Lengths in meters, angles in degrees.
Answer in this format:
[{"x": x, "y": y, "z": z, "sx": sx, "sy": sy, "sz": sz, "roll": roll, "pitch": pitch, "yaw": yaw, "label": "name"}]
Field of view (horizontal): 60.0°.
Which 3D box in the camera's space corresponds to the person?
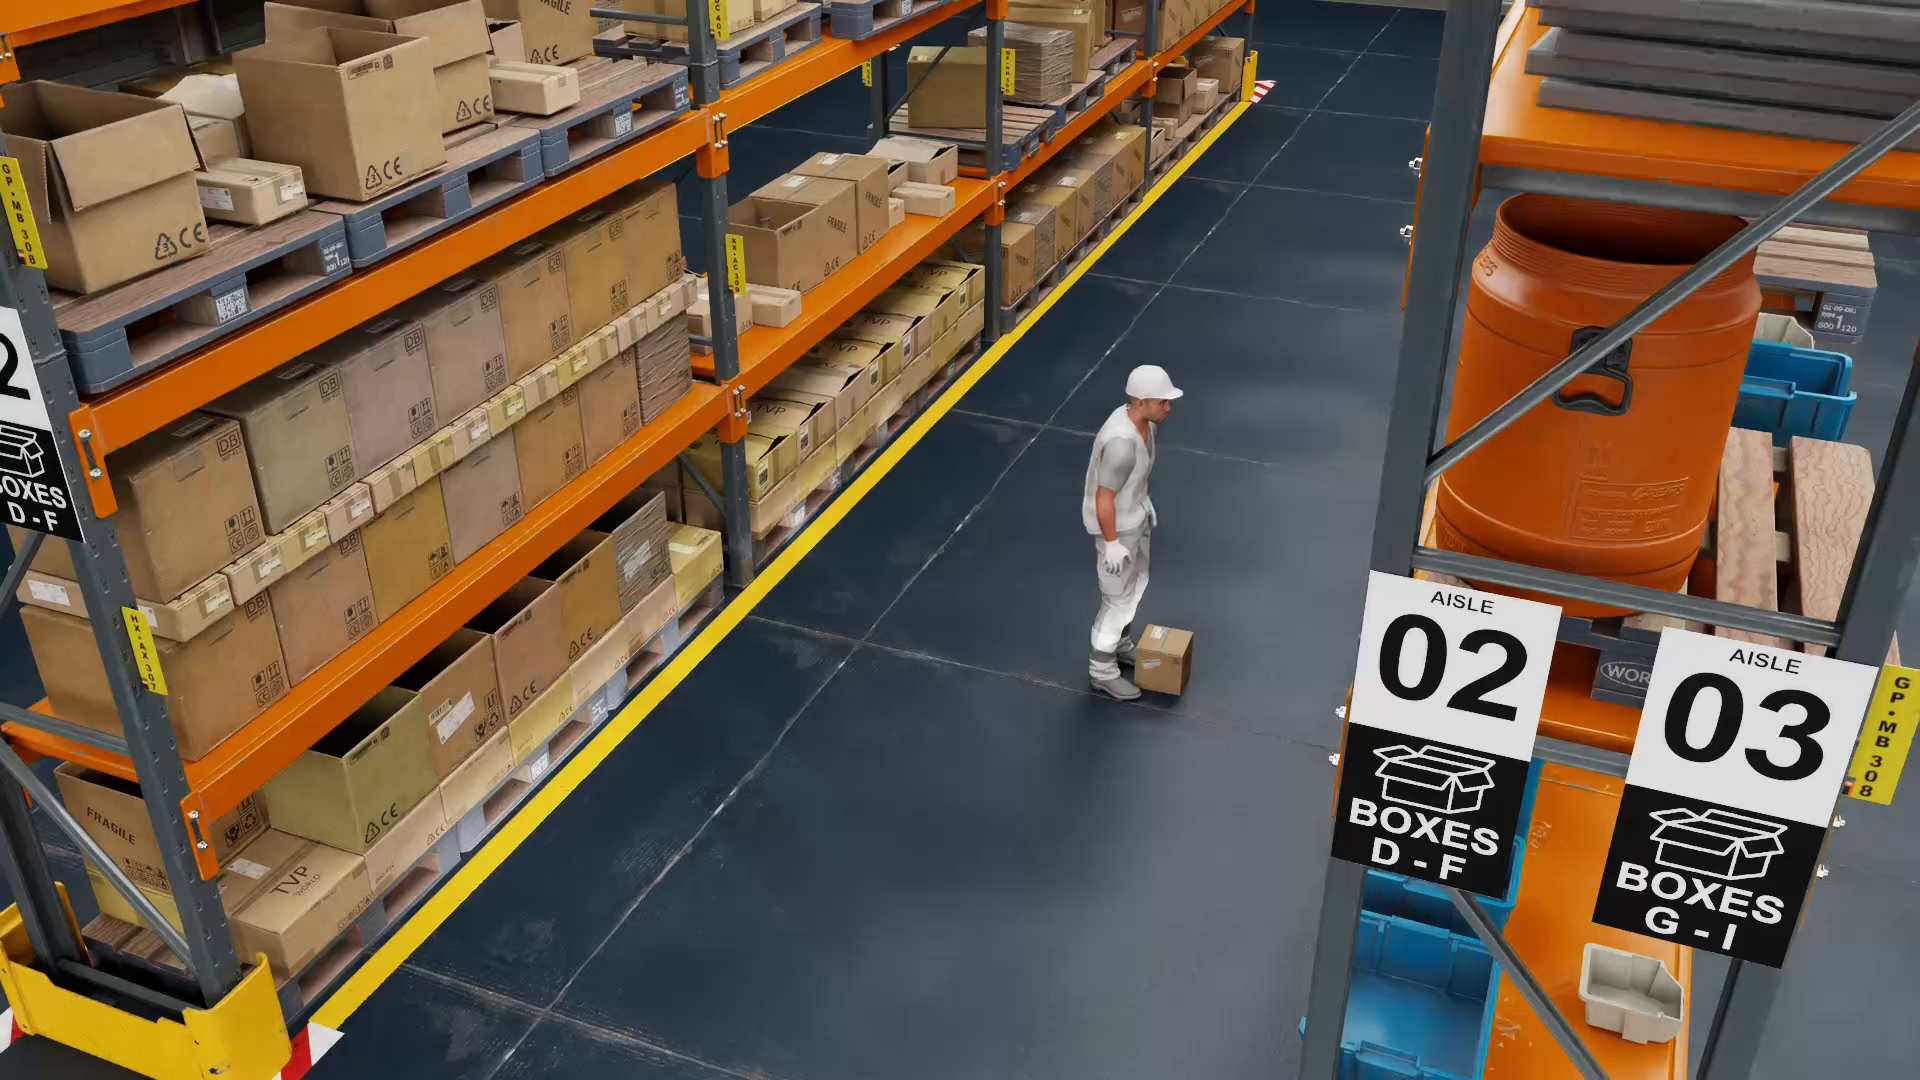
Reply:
[{"x": 0.862, "y": -0.067, "z": 8.505, "sx": 0.453, "sy": 1.778, "sz": 0.579, "roll": 11, "pitch": 31, "yaw": 19, "label": "person"}]
